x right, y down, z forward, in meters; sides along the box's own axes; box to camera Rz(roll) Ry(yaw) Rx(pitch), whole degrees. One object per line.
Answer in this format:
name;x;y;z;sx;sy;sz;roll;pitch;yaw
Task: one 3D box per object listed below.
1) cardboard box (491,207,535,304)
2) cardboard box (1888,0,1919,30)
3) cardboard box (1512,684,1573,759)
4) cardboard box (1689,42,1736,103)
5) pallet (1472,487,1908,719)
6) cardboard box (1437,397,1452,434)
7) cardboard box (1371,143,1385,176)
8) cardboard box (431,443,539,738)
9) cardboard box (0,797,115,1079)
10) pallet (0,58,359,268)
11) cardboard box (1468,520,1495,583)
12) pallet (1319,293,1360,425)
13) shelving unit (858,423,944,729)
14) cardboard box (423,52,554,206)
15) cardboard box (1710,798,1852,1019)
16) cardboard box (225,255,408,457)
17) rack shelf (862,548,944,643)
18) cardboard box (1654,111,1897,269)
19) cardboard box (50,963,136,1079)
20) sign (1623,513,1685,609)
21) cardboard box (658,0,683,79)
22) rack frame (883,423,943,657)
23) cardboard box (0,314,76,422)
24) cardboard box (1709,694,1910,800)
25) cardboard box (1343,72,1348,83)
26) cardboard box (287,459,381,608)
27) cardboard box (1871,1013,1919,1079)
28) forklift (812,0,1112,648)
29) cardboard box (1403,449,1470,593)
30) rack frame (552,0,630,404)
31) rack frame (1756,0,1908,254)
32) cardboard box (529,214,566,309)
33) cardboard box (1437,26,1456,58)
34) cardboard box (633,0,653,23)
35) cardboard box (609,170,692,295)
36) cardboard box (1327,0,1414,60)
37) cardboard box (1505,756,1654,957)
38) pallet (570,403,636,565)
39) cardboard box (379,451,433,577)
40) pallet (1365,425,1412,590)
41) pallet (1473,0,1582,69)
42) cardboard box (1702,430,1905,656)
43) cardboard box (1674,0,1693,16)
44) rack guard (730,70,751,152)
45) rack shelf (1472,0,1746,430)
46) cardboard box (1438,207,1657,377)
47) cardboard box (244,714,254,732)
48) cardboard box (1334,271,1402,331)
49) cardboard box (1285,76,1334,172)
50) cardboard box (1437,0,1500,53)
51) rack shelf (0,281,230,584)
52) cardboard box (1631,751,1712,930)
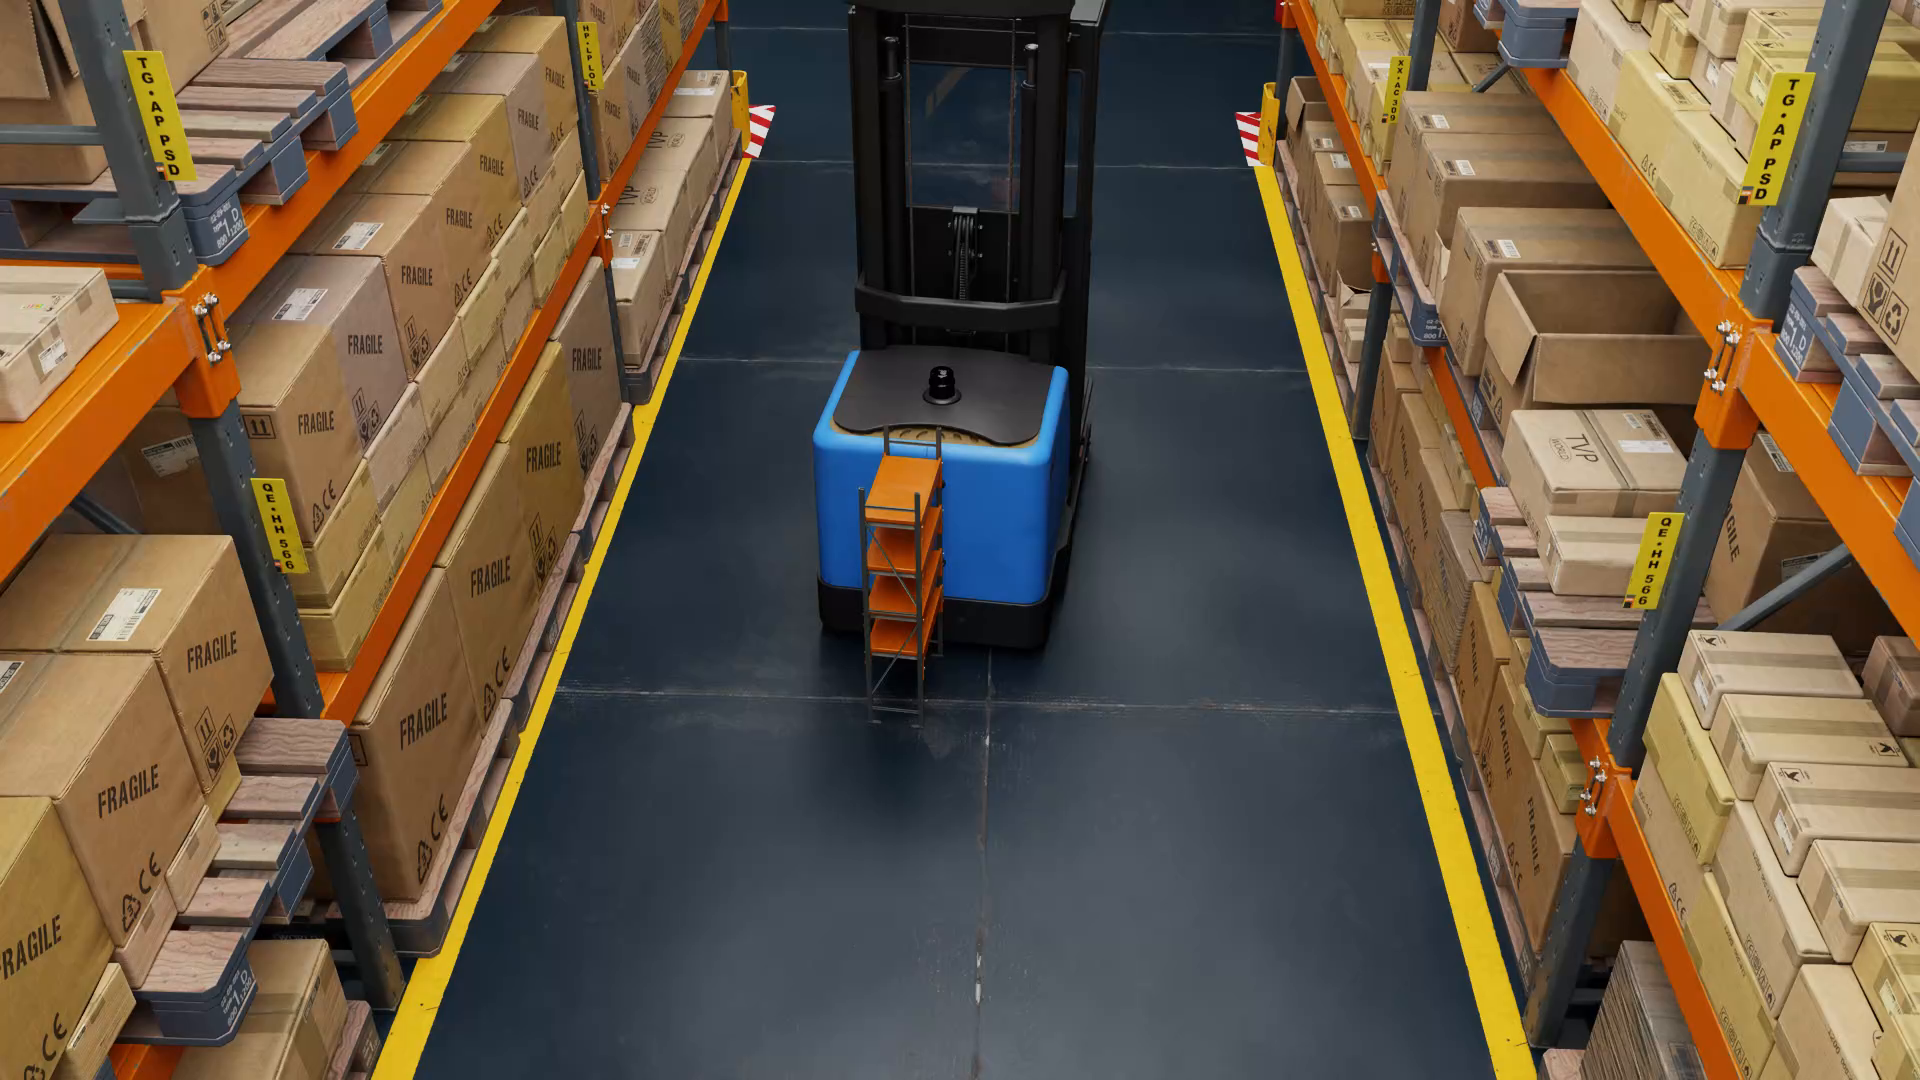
cardboard box;-2.131;-1.201;7.045;0.500;0.250;0.500;2;35;3
cardboard box;2.809;-1.433;4.597;0.380;0.149;0.250;1;35;2
cardboard box;2.217;0.647;5.965;0.380;0.149;0.250;0;35;-1
cardboard box;2.310;-1.328;4.706;0.380;0.149;0.250;2;35;3
pallet;2.427;0.197;5.529;1.213;0.211;1.003;1;35;2
cardboard box;2.420;-0.537;7.650;0.380;0.149;0.250;1;35;1
cardboard box;2.380;-2.025;8.742;0.380;0.149;0.250;2;35;3
cardboard box;-2.339;0.187;6.858;0.875;0.875;0.875;2;35;2
cardboard box;-2.259;0.917;3.626;0.500;0.500;0.500;-1;35;-1
pallet;-2.517;-1.125;4.797;1.213;0.211;1.003;3;35;4
cardboard box;2.318;0.044;6.824;0.380;0.149;0.250;0;35;0
pallet;2.659;-1.043;9.550;1.003;0.211;1.213;1;35;2
shelving unit;-0.235;0.162;6.976;0.258;1.200;0.503;5;35;7
cardboard box;-2.109;-1.792;7.234;0.500;0.500;0.500;2;35;3
cardboard box;2.187;0.903;4.052;0.500;0.250;0.500;2;35;3
cardboard box;-2.215;-0.616;5.562;0.500;0.500;0.500;1;35;2
rack shelf;-0.235;0.217;7.015;0.258;0.148;0.480;5;35;7
cardboard box;2.248;-0.957;4.525;0.500;0.250;0.500;0;35;0
cardboard box;-2.187;1.126;3.893;0.380;0.149;0.250;2;35;3
sign;1.928;0.061;4.617;0.100;0.325;0.005;1;35;2
cardboard box;-1.977;-3.077;9.932;0.500;0.500;0.500;2;35;3
rack frame;-0.196;0.023;7.173;0.240;1.200;0.015;5;35;7
cardboard box;-2.294;-0.399;3.819;0.380;0.149;0.250;1;35;2
cardboard box;2.154;0.532;4.233;0.380;0.149;0.250;2;35;3
cardboard box;2.471;-2.761;9.789;0.380;0.149;0.250;1;35;2
cardboard box;-2.223;-0.032;5.383;0.500;0.250;0.500;1;35;2
cardboard box;2.122;1.121;3.395;0.380;0.149;0.250;2;35;3
forklift;0.099;-1.554;7.912;1.130;2.935;3.031;5;35;7
cardboard box;2.351;-0.073;7.553;0.500;0.500;0.500;0;35;0
rack frame;-2.329;-1.902;8.347;1.000;3.000;0.127;1;35;2
rack frame;2.470;-1.945;3.192;1.000;3.000;0.127;1;35;2
cardboard box;-2.117;-1.284;7.599;0.500;0.250;0.500;1;35;1
cardboard box;2.956;-2.712;9.372;0.500;0.250;0.500;2;35;3
cardboard box;-2.009;-3.204;9.243;0.500;0.500;0.500;2;35;3
cardboard box;-2.161;-1.898;10.205;0.875;0.438;0.875;0;35;0
cardboard box;2.468;-3.018;9.807;0.500;0.250;0.500;0;35;1
cardboard box;2.272;1.112;5.868;0.500;0.500;0.500;2;35;3
pallet;-2.285;-0.316;8.516;1.003;0.211;1.213;1;35;2
cardboard box;-2.216;-0.113;5.932;0.500;0.250;0.500;0;35;1
pallet;2.636;-0.180;8.323;1.003;0.211;1.213;1;35;2
pallet;2.496;-1.970;6.000;1.213;0.211;1.003;1;35;2
cardboard box;2.647;0.004;5.183;0.500;0.500;0.500;3;35;4
cardboard box;2.317;-1.594;4.825;0.380;0.149;0.250;1;35;1
rack guard;-2.167;-3.191;12.355;1.175;0.500;0.348;1;35;2
rack shelf;2.550;-1.573;5.896;1.077;0.370;4.000;1;35;2
cardboard box;2.336;-0.981;6.584;0.700;0.500;0.500;1;35;2
cardboard box;-2.268;0.521;4.753;0.380;0.149;0.250;3;35;4
cardboard box;2.374;-1.374;9.609;0.396;0.266;0.258;3;35;4
cardboard box;2.672;-2.888;11.557;0.797;0.503;0.637;0;35;0
cardboard box;2.956;-3.006;9.138;0.500;0.500;0.500;0;35;1
rack shelf;-2.570;0.613;2.786;1.077;0.370;4.000;1;35;2
cardboard box;2.208;0.820;4.605;0.500;0.250;0.500;1;35;2
